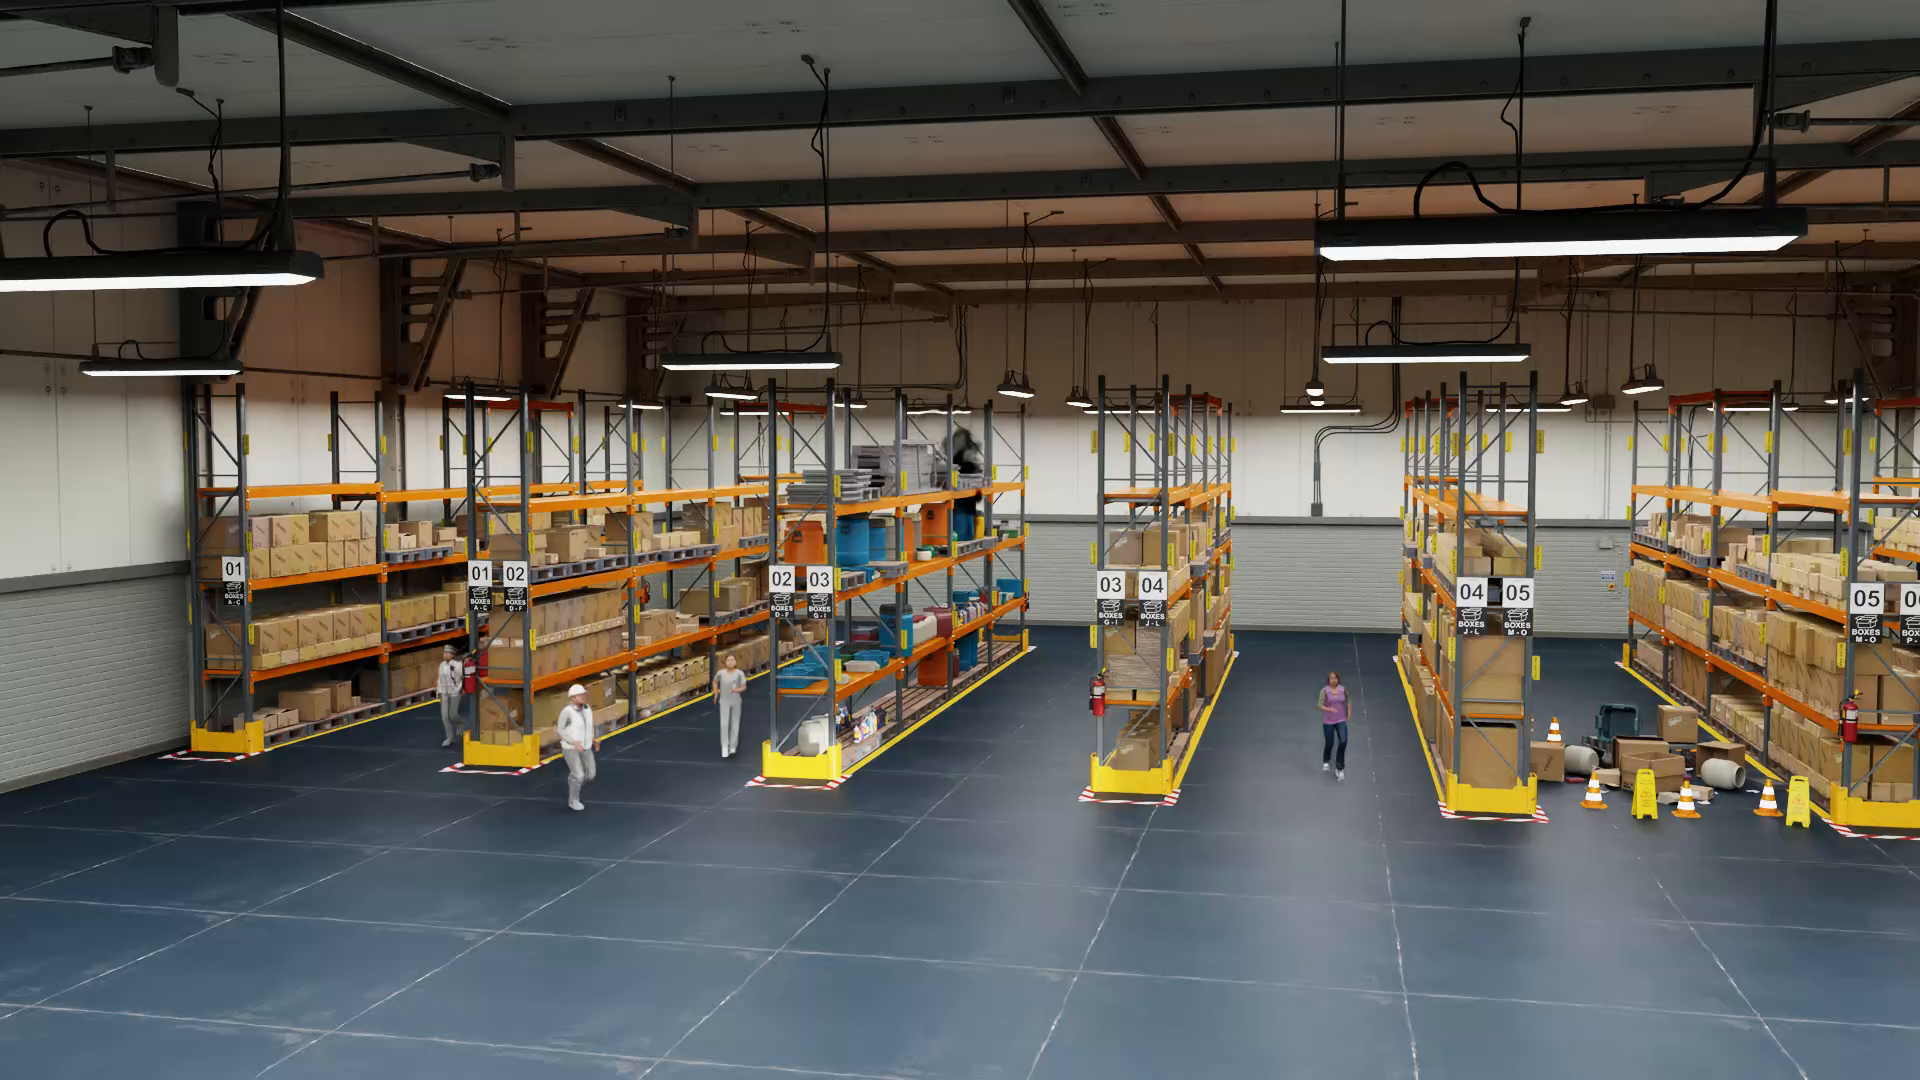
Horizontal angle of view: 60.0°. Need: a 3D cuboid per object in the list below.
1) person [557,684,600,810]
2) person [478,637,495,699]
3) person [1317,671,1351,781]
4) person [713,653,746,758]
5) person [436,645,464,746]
[{"bbox_3d":[-5.265,2.840,22.890,0.619,1.723,0.647,3,4,38],"label":"person"},{"bbox_3d":[-8.231,2.536,28.741,0.639,1.727,1.057,1,3,14],"label":"person"},{"bbox_3d":[5.648,2.779,25.086,0.541,1.625,0.732,0,3,3],"label":"person"},{"bbox_3d":[-3.684,2.654,26.609,0.535,1.650,0.685,0,3,-8],"label":"person"},{"bbox_3d":[-8.527,2.583,27.945,0.615,1.677,0.586,1,3,13],"label":"person"}]
